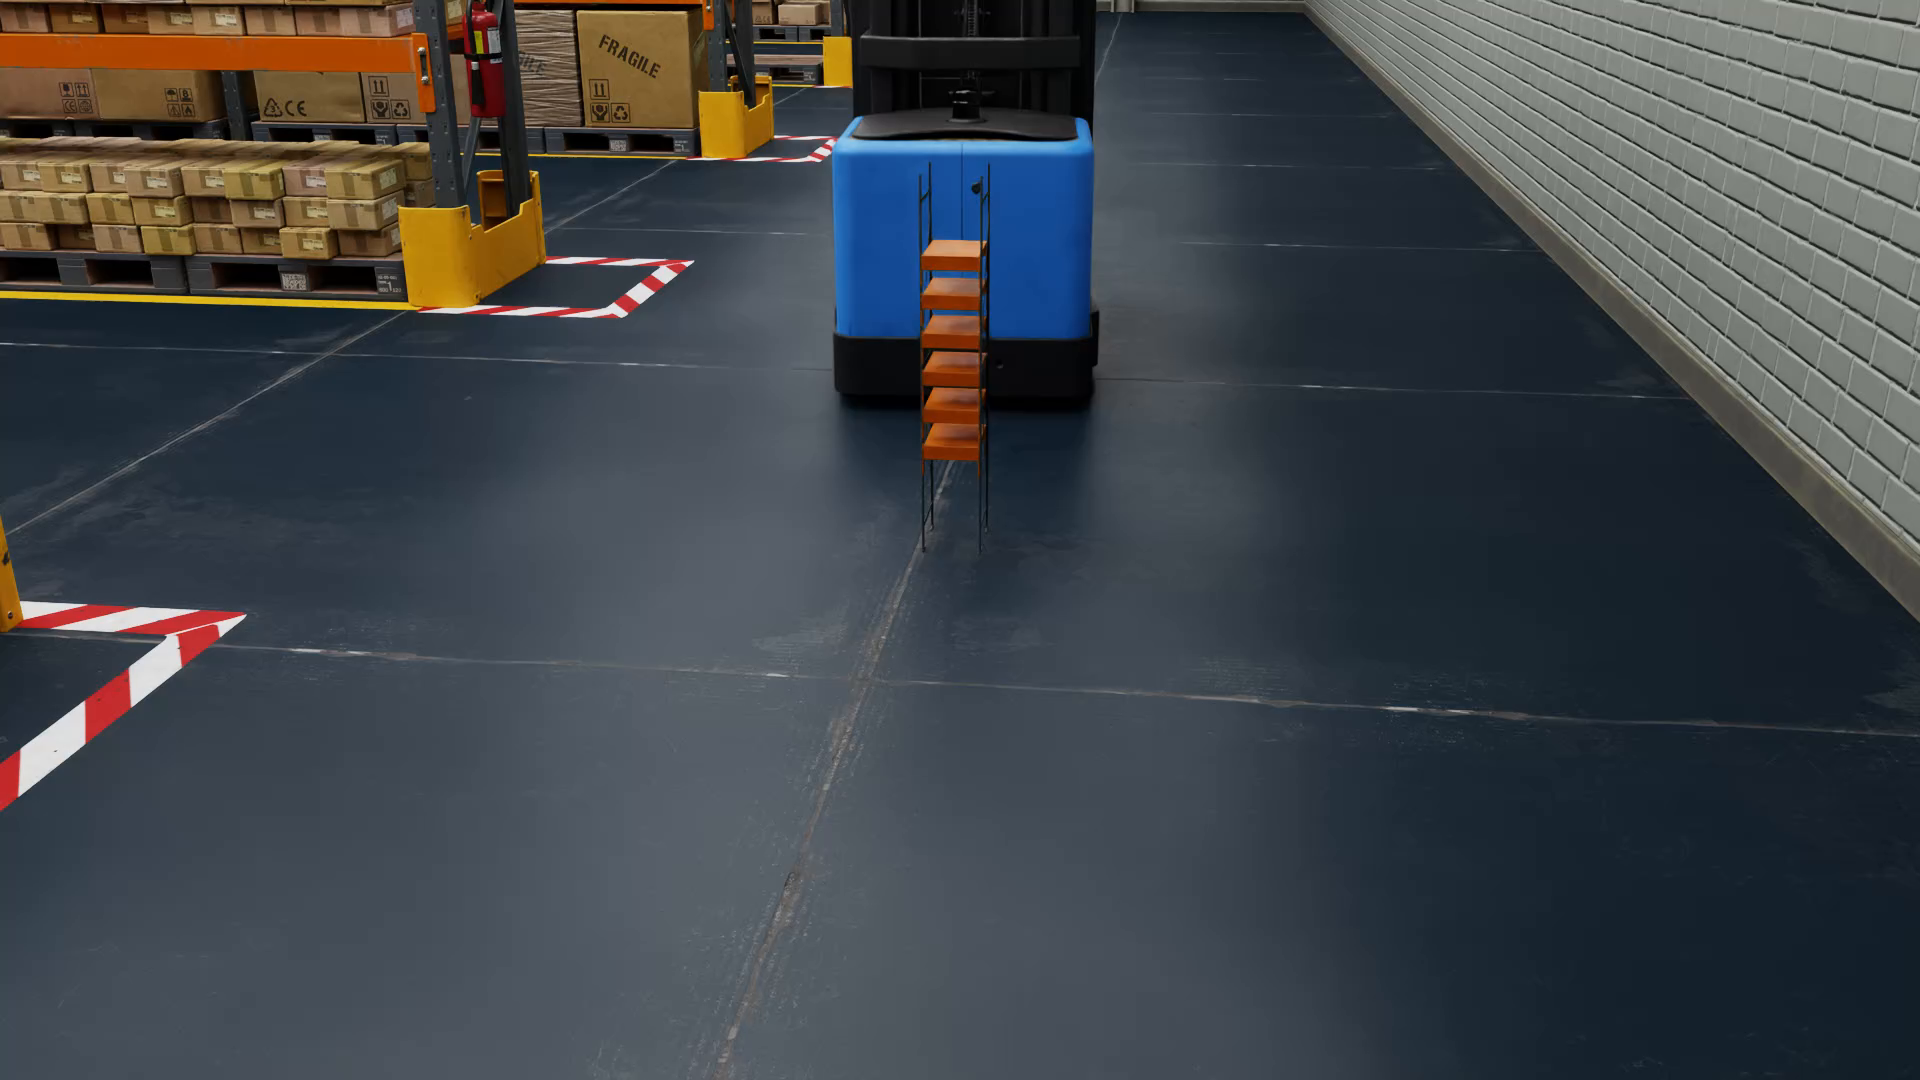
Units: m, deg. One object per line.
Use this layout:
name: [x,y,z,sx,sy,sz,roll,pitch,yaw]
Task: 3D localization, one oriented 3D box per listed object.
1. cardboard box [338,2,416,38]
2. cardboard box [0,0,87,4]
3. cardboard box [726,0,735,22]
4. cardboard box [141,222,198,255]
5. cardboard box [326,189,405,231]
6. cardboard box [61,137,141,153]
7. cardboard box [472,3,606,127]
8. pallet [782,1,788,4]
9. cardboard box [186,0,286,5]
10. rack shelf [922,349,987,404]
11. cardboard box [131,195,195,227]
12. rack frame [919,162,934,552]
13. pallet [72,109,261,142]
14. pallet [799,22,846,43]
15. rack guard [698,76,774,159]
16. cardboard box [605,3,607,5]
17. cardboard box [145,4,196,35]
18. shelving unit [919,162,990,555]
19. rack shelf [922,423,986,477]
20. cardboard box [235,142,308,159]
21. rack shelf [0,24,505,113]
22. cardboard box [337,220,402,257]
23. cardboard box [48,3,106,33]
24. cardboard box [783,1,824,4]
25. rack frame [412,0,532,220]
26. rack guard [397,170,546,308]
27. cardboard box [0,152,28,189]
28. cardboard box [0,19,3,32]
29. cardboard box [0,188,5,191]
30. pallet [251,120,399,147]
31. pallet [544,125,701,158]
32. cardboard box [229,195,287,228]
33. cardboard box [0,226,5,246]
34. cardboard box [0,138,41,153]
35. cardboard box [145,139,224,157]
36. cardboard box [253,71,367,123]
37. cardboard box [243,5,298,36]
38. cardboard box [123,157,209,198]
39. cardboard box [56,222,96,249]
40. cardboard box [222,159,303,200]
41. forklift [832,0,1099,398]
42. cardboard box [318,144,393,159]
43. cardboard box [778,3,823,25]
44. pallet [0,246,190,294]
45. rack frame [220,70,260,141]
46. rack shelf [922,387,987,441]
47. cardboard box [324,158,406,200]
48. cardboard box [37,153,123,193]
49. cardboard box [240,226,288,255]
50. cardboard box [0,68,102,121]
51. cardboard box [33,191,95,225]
cardboard box: [-2.859,-2.576,8.217,0.250,0.149,0.380,3,22,6]
cardboard box: [-4.488,-2.960,8.306,0.500,0.500,0.500,4,22,9]
cardboard box: [-3.276,-7.379,23.082,0.500,0.311,0.500,2,22,6]
cardboard box: [-4.076,-1.609,8.736,0.250,0.149,0.380,2,22,4]
cardboard box: [-3.059,-1.708,8.583,0.250,0.149,0.380,2,22,5]
cardboard box: [-4.786,-2.151,9.298,0.250,0.149,0.380,2,22,4]
cardboard box: [-3.366,-3.833,13.375,0.875,0.875,0.875,2,22,6]
pallet: [-3.295,-8.828,27.484,1.213,0.211,1.003,2,22,6]
cardboard box: [-3.489,-2.916,8.196,0.500,0.500,0.500,2,22,5]
rack shelf: [-0.014,-0.517,5.237,0.180,0.103,0.258,2,22,6]
cardboard box: [-4.092,-1.748,8.683,0.250,0.149,0.380,3,22,7]
rack frame: [-0.105,-0.563,5.231,0.006,1.200,0.240,2,22,6]
pallet: [-6.565,-3.470,13.931,1.213,0.211,1.003,2,22,6]
pallet: [-1.515,-6.945,22.721,1.213,0.211,1.003,2,22,6]
rack guard: [-1.794,-3.425,13.422,0.348,0.500,1.175,2,22,6]
cardboard box: [-5.144,-7.337,22.719,0.500,0.500,0.500,2,22,6]
cardboard box: [-3.867,-2.630,8.355,0.250,0.149,0.380,2,22,4]
shelving unit: [-0.014,-0.559,5.221,0.189,1.200,0.258,2,22,6]
rack shelf: [-0.014,-0.294,5.325,0.180,0.103,0.258,2,22,6]
cardboard box: [-3.761,-2.081,9.120,0.250,0.149,0.380,1,22,4]
rack shelf: [-4.488,-2.534,8.747,4.000,0.370,1.077,2,22,6]
cardboard box: [-3.049,-1.598,8.708,0.250,0.149,0.380,3,22,7]
cardboard box: [-4.393,-2.669,8.453,0.250,0.149,0.380,3,22,7]
cardboard box: [-2.148,-7.301,22.969,0.500,0.250,0.500,2,22,6]
rack frame: [-2.502,-2.782,8.396,0.127,3.000,1.000,2,22,6]
rack guard: [-2.577,-1.623,8.864,0.348,0.500,1.175,2,22,6]
cardboard box: [-5.128,-1.940,8.765,0.250,0.149,0.380,3,22,7]
cardboard box: [-4.918,-2.667,8.448,0.250,0.149,0.380,3,22,9]
cardboard box: [-5.106,-1.821,8.869,0.250,0.149,0.380,4,22,9]
pallet: [-5.044,-3.403,13.760,1.213,0.211,1.003,2,22,6]
pallet: [-2.621,-3.297,13.493,1.213,0.211,1.003,2,22,6]
cardboard box: [-3.576,-1.730,8.638,0.250,0.149,0.380,2,22,4]
cardboard box: [-5.104,-1.696,8.957,0.250,0.149,0.380,2,22,4]
cardboard box: [-5.335,-2.136,9.260,0.250,0.149,0.380,3,22,8]
cardboard box: [-4.291,-2.124,9.230,0.250,0.149,0.380,3,22,7]
cardboard box: [-5.144,-3.911,13.571,0.875,0.875,0.875,2,22,6]
cardboard box: [-3.352,-2.606,8.292,0.250,0.149,0.380,2,22,6]
cardboard box: [-4.095,-1.881,8.614,0.250,0.149,0.380,3,22,8]
cardboard box: [-4.587,-1.666,8.882,0.250,0.149,0.380,3,22,8]
cardboard box: [-3.572,-1.855,8.549,0.250,0.149,0.380,2,22,5]
forklift: [0.071,-2.431,7.602,1.130,2.935,3.031,1,22,2]
cardboard box: [-3.270,-2.043,9.024,0.250,0.149,0.380,3,22,7]
cardboard box: [-2.157,-7.116,22.502,0.500,0.250,0.500,2,22,6]
pallet: [-4.588,-1.590,9.174,1.213,0.211,1.003,2,22,6]
rack frame: [-5.790,-4.761,13.403,0.127,3.000,1.000,2,22,6]
rack shelf: [-0.014,-0.406,5.281,0.180,0.103,0.258,2,22,6]
cardboard box: [-3.057,-1.858,8.558,0.250,0.149,0.380,3,22,7]
cardboard box: [-4.607,-1.933,8.748,0.250,0.149,0.380,3,22,7]
cardboard box: [-3.569,-1.615,8.751,0.250,0.149,0.380,2,22,6]
cardboard box: [-7.315,-4.027,13.865,0.875,0.875,1.225,2,22,4]
cardboard box: [-4.621,-1.767,8.732,0.250,0.149,0.380,3,22,7]
